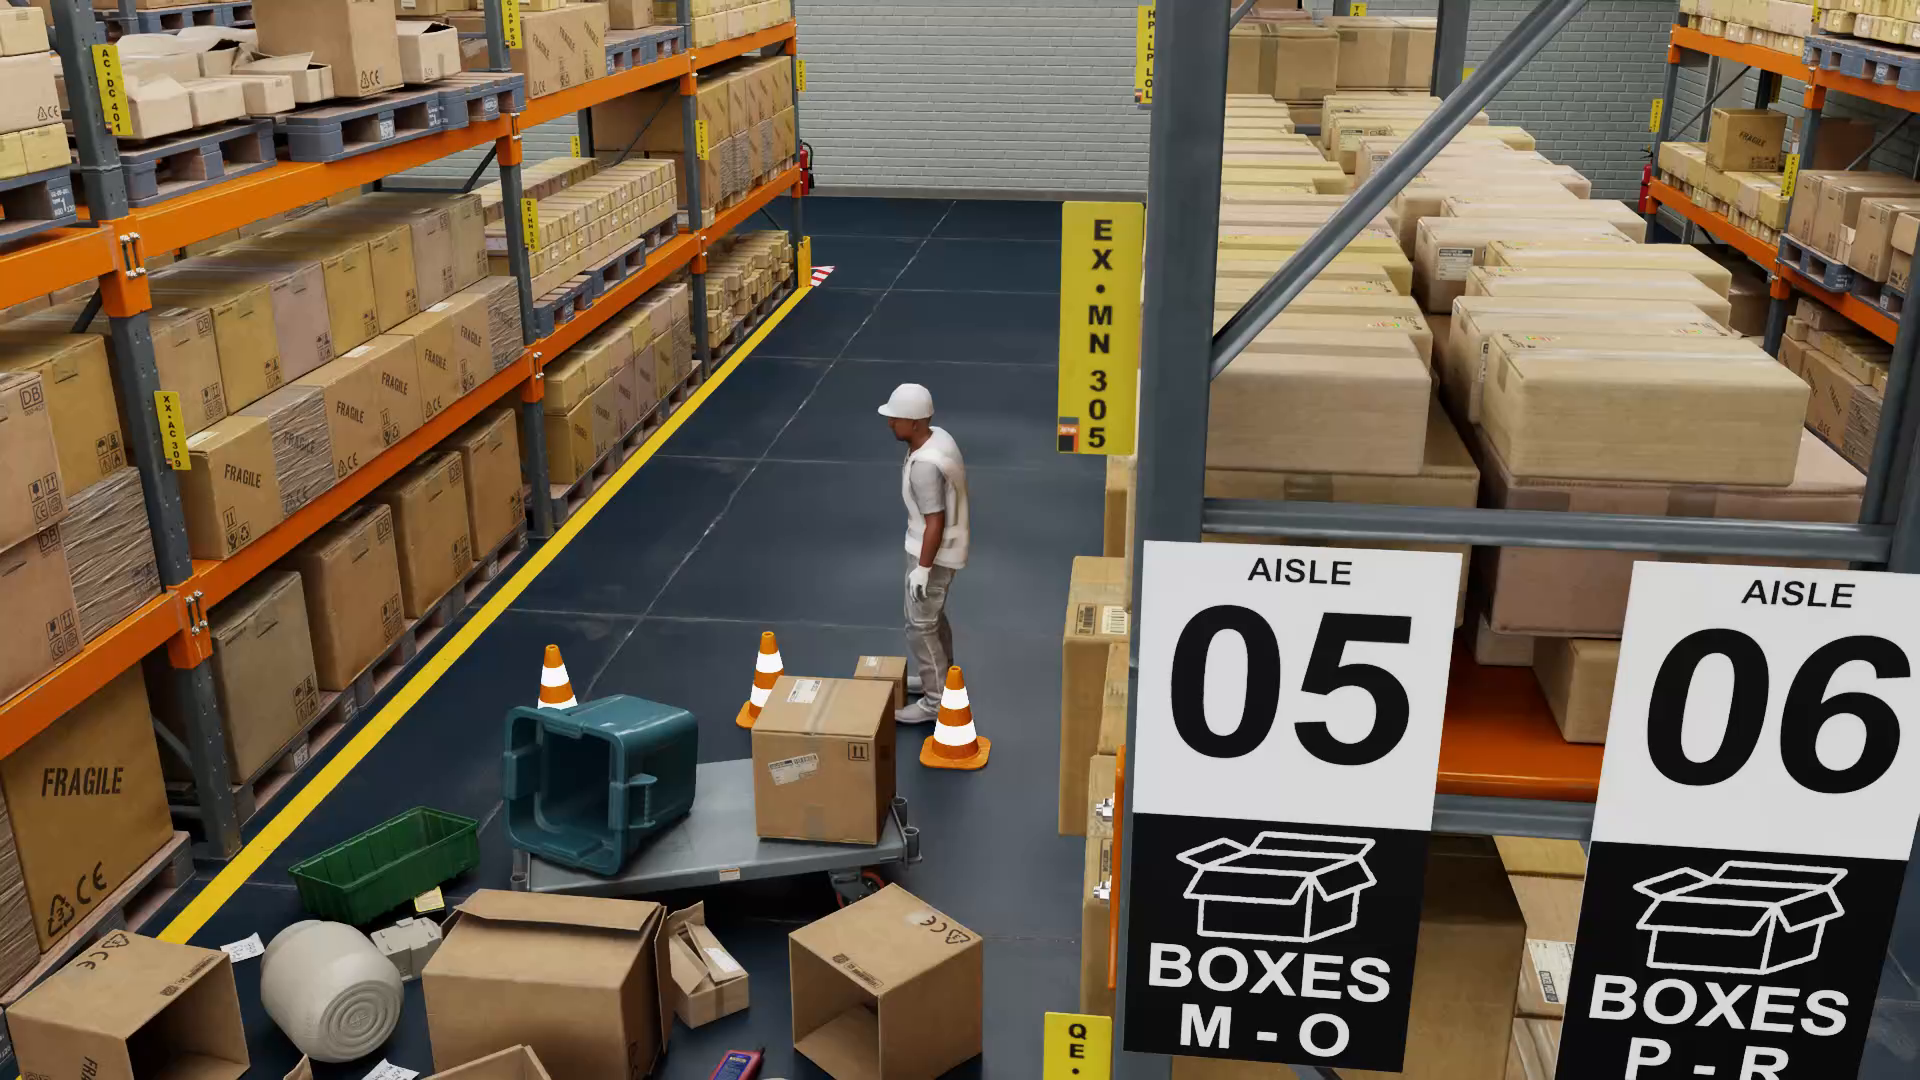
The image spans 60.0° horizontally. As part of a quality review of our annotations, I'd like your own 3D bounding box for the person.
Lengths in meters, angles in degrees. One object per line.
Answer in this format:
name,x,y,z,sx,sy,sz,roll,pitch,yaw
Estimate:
person,-0.174,0.064,8.400,0.450,1.774,0.627,1,21,2
